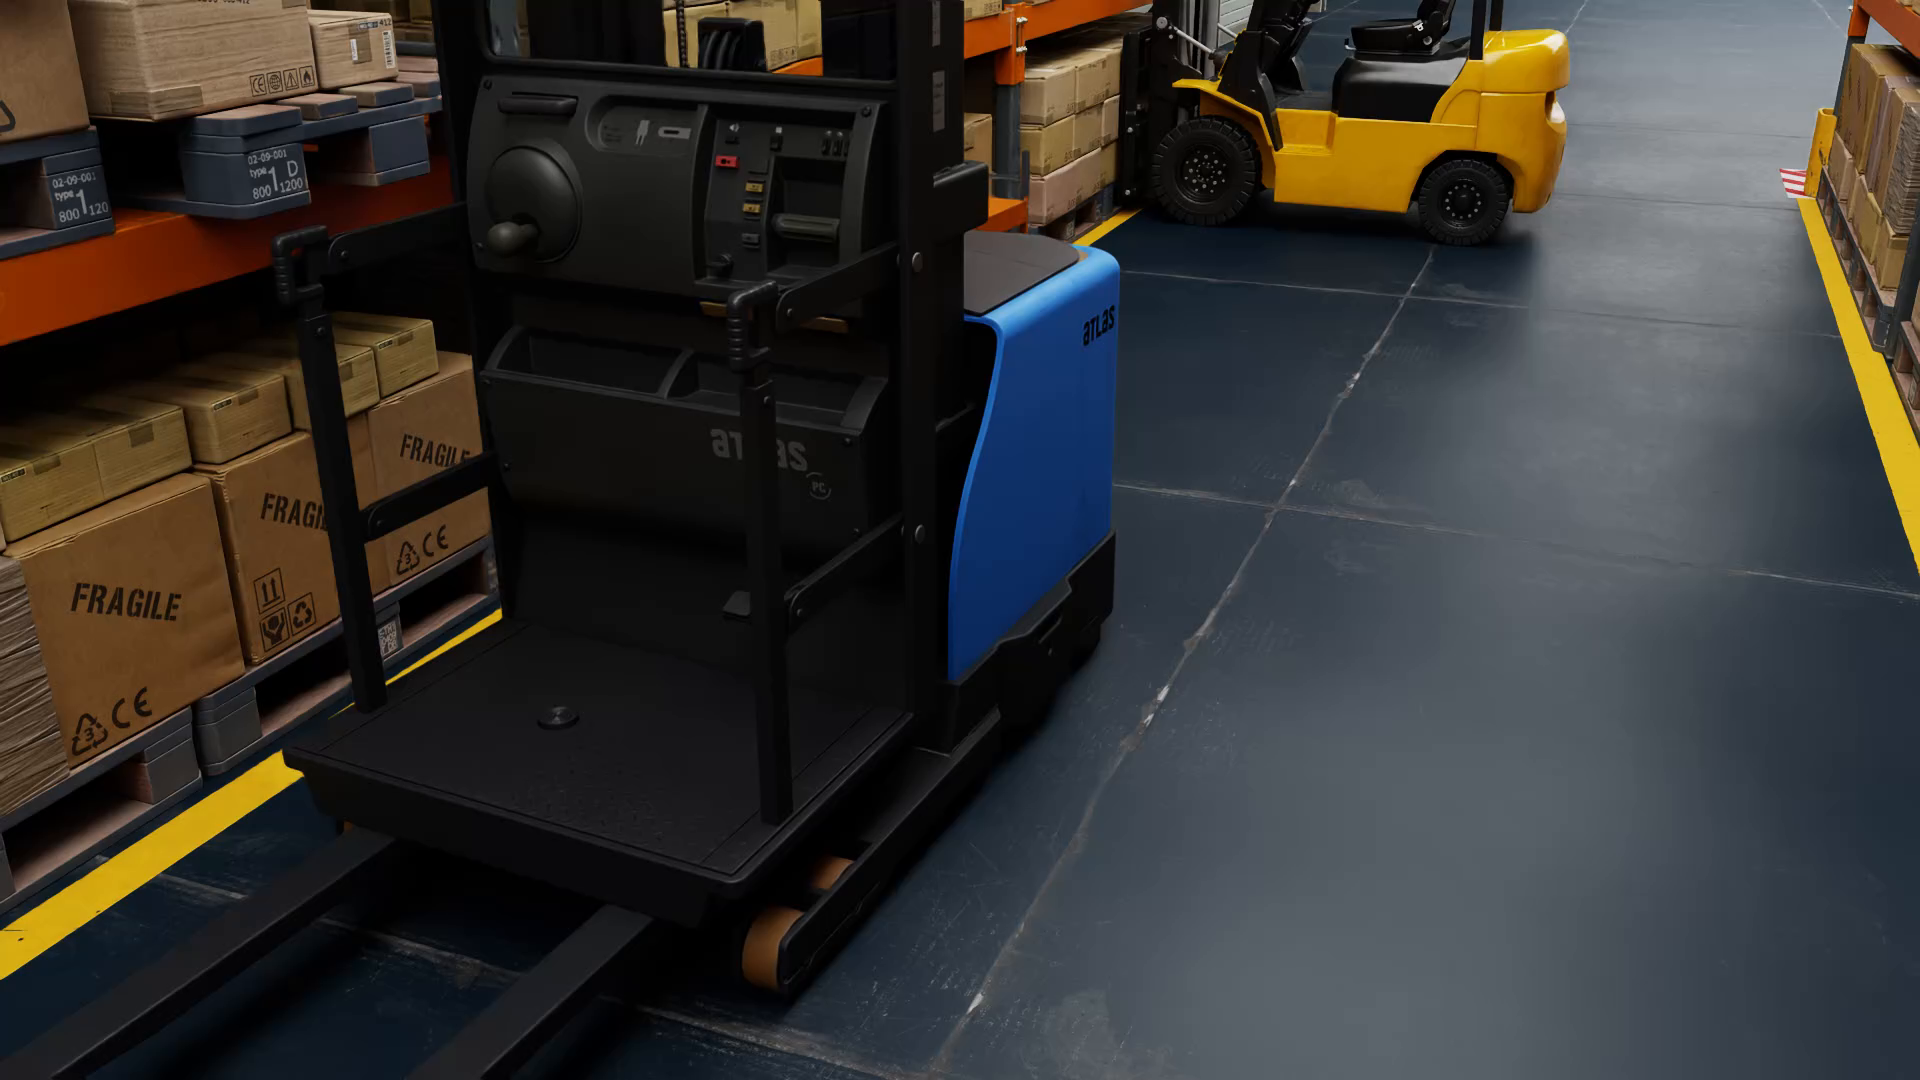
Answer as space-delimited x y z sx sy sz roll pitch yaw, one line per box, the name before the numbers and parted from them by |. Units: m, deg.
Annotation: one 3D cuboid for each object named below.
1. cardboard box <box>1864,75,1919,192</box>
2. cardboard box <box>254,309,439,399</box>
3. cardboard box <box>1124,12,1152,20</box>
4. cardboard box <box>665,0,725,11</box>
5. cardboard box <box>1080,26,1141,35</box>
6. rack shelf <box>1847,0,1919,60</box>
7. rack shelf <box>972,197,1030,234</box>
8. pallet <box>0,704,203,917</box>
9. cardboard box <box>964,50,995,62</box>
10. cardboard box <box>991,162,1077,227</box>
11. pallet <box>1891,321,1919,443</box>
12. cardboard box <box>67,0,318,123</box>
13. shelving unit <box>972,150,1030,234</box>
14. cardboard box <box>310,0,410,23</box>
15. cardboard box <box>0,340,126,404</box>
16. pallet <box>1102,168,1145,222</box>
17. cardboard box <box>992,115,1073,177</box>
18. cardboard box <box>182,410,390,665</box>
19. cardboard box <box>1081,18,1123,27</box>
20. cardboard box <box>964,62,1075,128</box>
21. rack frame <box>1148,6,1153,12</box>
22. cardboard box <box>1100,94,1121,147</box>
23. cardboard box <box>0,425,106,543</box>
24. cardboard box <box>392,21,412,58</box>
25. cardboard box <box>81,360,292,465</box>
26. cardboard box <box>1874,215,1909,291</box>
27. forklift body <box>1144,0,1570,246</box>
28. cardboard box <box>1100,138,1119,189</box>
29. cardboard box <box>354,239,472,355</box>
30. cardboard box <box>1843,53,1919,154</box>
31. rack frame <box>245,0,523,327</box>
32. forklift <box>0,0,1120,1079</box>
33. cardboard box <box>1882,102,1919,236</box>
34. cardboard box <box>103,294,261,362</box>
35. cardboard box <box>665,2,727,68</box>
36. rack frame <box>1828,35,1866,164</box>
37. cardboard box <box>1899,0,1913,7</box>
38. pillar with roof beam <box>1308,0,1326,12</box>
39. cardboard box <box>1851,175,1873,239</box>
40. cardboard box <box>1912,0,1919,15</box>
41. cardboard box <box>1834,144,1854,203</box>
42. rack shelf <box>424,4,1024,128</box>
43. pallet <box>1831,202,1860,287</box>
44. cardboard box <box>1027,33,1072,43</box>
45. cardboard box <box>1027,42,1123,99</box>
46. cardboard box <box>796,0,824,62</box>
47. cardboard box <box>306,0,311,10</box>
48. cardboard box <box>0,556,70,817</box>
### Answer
cardboard box | 4.769 -1.979 8.146 0.500 0.500 0.500 10 25 23
cardboard box | -1.621 -0.497 4.406 0.380 0.149 0.250 8 24 17
cardboard box | 1.417 -3.410 11.248 0.500 0.250 0.500 10 25 22
cardboard box | -1.094 -1.835 5.297 0.500 0.250 0.500 10 25 22
cardboard box | 1.055 -3.045 10.373 0.500 0.250 0.500 9 24 21
rack shelf | 5.166 -2.477 8.221 1.077 0.370 4.000 9 24 20
rack shelf | -0.013 -0.883 4.788 0.258 0.148 0.480 11 25 24
pallet | -2.440 0.613 3.509 1.003 0.211 1.213 9 24 20
cardboard box | -0.010 -2.576 9.250 0.500 0.250 0.500 8 24 19
cardboard box | 0.300 -1.853 8.816 0.500 0.250 0.500 9 24 21
pallet | 4.135 -0.527 6.238 1.003 0.211 1.213 9 24 20
cardboard box | -1.764 -1.071 3.573 0.500 0.250 0.500 8 24 18
shelving unit | -0.013 -0.521 4.939 0.258 1.200 0.503 11 25 24
cardboard box | -1.764 -1.733 5.052 0.500 0.250 0.500 9 24 21
cardboard box | -2.298 -0.377 4.117 0.380 0.149 0.250 9 24 21
pallet | 0.599 -2.232 10.320 1.003 0.211 1.213 9 24 20
cardboard box | 0.279 -2.087 8.728 0.500 0.250 0.500 9 24 20
cardboard box | -1.826 -0.051 4.179 0.500 0.500 0.500 8 24 19
cardboard box | 0.762 -3.296 10.974 0.500 0.250 0.500 9 24 20
cardboard box | 0.284 -2.317 8.630 0.500 0.250 0.500 8 24 19
rack frame | 1.298 -4.233 11.493 1.000 3.000 0.127 9 24 20
cardboard box | 0.662 -2.445 9.587 0.500 0.250 0.500 9 24 20
cardboard box | -2.065 -0.130 3.526 0.380 0.149 0.250 8 24 19
cardboard box | -1.744 -1.499 5.141 0.500 0.250 0.500 8 24 19
cardboard box | -1.833 -0.307 3.951 0.380 0.149 0.250 8 24 18
cardboard box | 4.393 -1.268 7.416 0.500 0.250 0.500 10 25 22
forklift body | 2.288 -2.902 9.407 2.313 2.155 1.214 9 24 20
cardboard box | 0.650 -2.223 9.702 0.500 0.250 0.500 9 24 21
cardboard box | -1.429 -0.690 5.546 0.875 0.625 0.625 10 25 22
cardboard box | 5.154 -2.350 9.033 0.500 0.500 0.500 8 24 18
rack frame | -1.673 -1.371 4.640 1.000 3.000 0.127 9 24 20
forklift | -0.670 -0.679 3.074 1.130 2.935 3.031 10 25 24
cardboard box | 4.393 -1.614 7.272 0.500 0.500 0.500 8 24 19
cardboard box | -2.156 -0.568 4.575 0.380 0.149 0.250 10 25 23
cardboard box | -1.090 -1.605 5.394 0.500 0.250 0.500 8 24 19
rack frame | 5.908 -3.524 9.795 1.000 3.000 0.127 9 24 20
cardboard box | 4.818 -2.684 8.110 0.380 0.149 0.250 9 24 21
pillar with roof beam | 8.657 -10.559 18.855 9.100 9.000 0.400 9 24 20
cardboard box | 4.774 -1.641 8.310 0.500 0.250 0.500 9 24 21
cardboard box | 4.633 -2.500 7.668 0.380 0.149 0.250 8 24 19
cardboard box | 5.155 -2.019 9.213 0.500 0.250 0.500 10 25 22
rack shelf | -0.930 -1.754 6.492 1.077 0.370 4.000 9 24 20
pallet | 5.091 -1.490 8.542 1.003 0.211 1.213 9 24 20
cardboard box | 0.370 -2.936 10.112 0.500 0.250 0.500 8 24 19
cardboard box | 0.657 -2.678 9.495 0.500 0.250 0.500 10 25 22
cardboard box | -0.711 -1.975 6.282 0.500 0.250 0.500 10 25 22
cardboard box | -2.009 -1.449 4.152 0.500 0.500 0.500 10 25 23
cardboard box | -2.194 0.325 3.279 0.500 0.500 0.500 8 24 18
